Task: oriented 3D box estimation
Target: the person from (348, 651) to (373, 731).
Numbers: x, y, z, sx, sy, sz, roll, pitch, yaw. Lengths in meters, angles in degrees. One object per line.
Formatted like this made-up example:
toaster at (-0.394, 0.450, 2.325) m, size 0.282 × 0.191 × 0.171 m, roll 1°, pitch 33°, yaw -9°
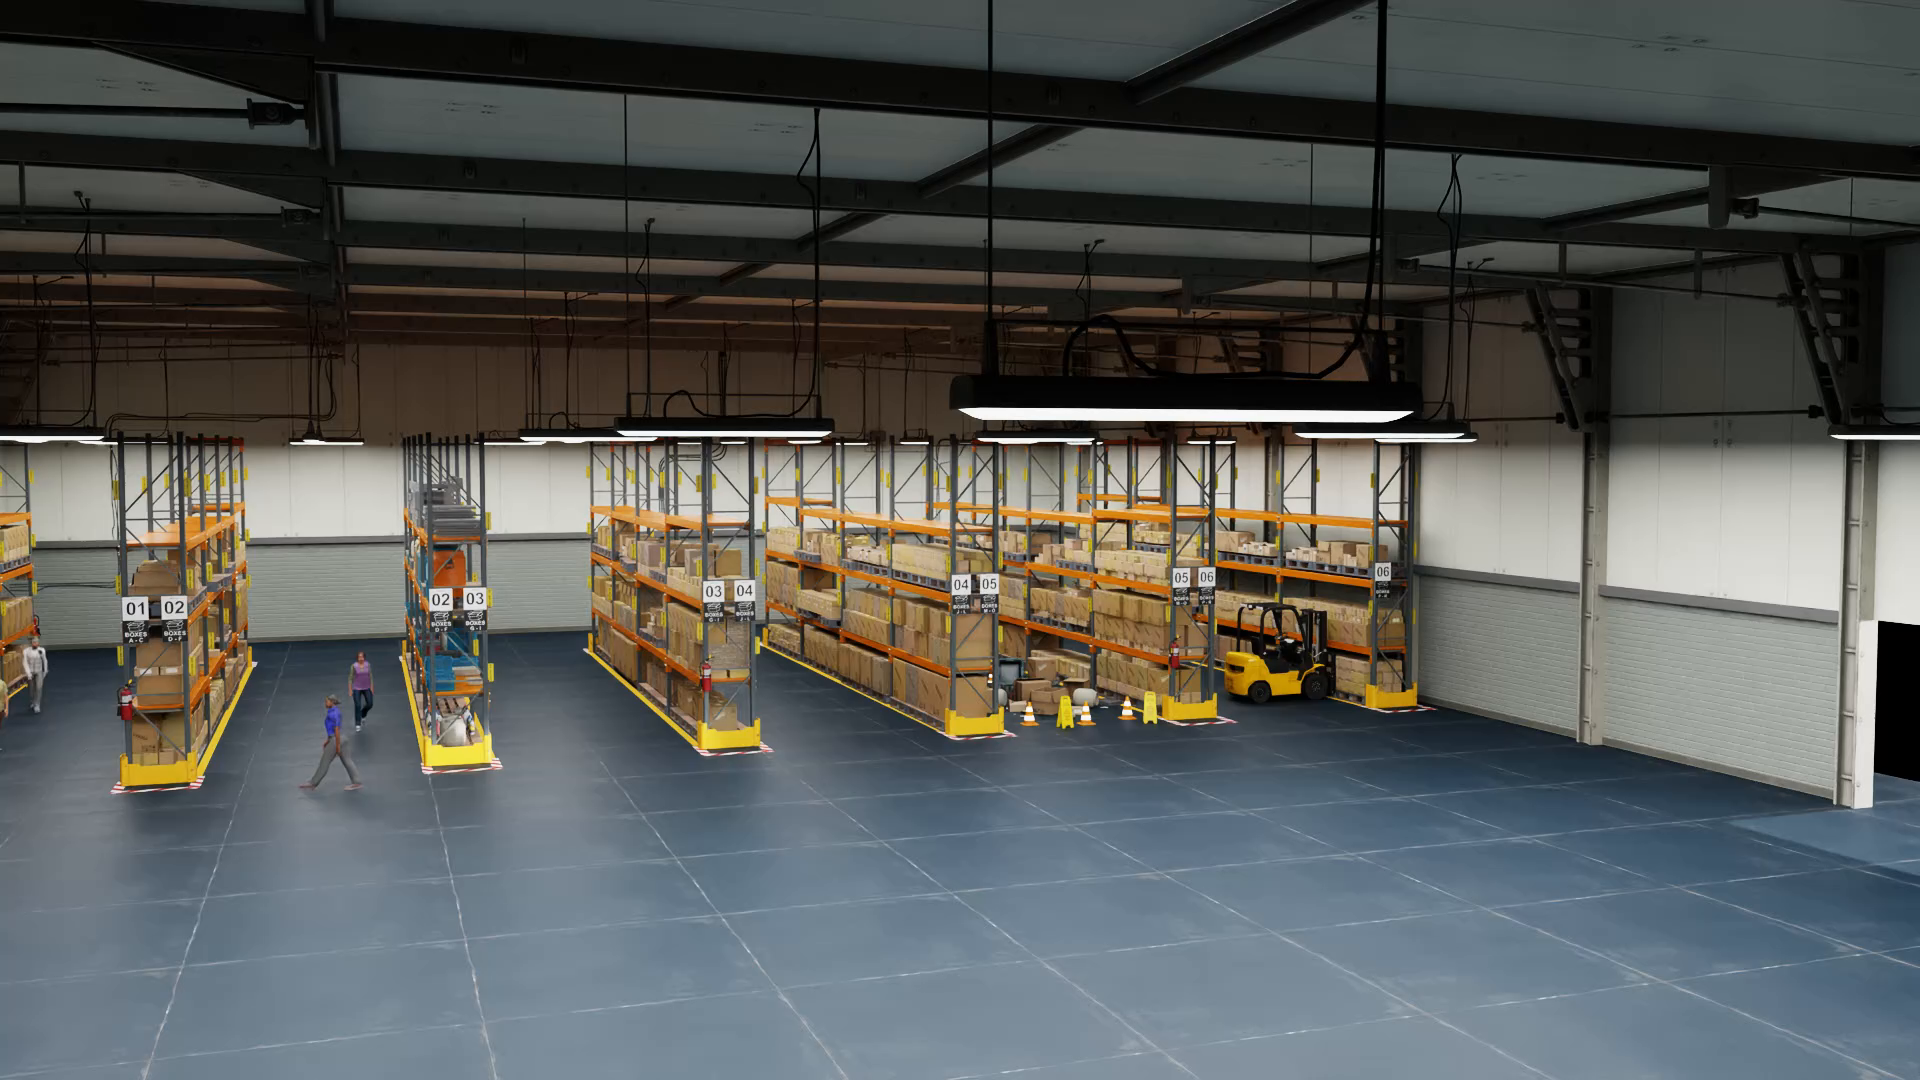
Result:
person at (-12.172, 3.158, 33.778) m, size 0.485 × 1.385 × 0.540 m, roll -2°, pitch 4°, yaw -33°

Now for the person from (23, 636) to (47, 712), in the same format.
person at (-20.156, 2.892, 36.235) m, size 0.467 × 1.612 × 0.934 m, roll -2°, pitch 4°, yaw -30°

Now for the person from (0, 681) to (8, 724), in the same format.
person at (-17.942, 3.170, 30.927) m, size 1.010 × 1.615 × 0.478 m, roll 2°, pitch 4°, yaw 37°

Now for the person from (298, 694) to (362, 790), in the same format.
person at (-10.459, 3.368, 27.631) m, size 0.974 × 1.595 × 0.484 m, roll 0°, pitch 3°, yaw 0°
